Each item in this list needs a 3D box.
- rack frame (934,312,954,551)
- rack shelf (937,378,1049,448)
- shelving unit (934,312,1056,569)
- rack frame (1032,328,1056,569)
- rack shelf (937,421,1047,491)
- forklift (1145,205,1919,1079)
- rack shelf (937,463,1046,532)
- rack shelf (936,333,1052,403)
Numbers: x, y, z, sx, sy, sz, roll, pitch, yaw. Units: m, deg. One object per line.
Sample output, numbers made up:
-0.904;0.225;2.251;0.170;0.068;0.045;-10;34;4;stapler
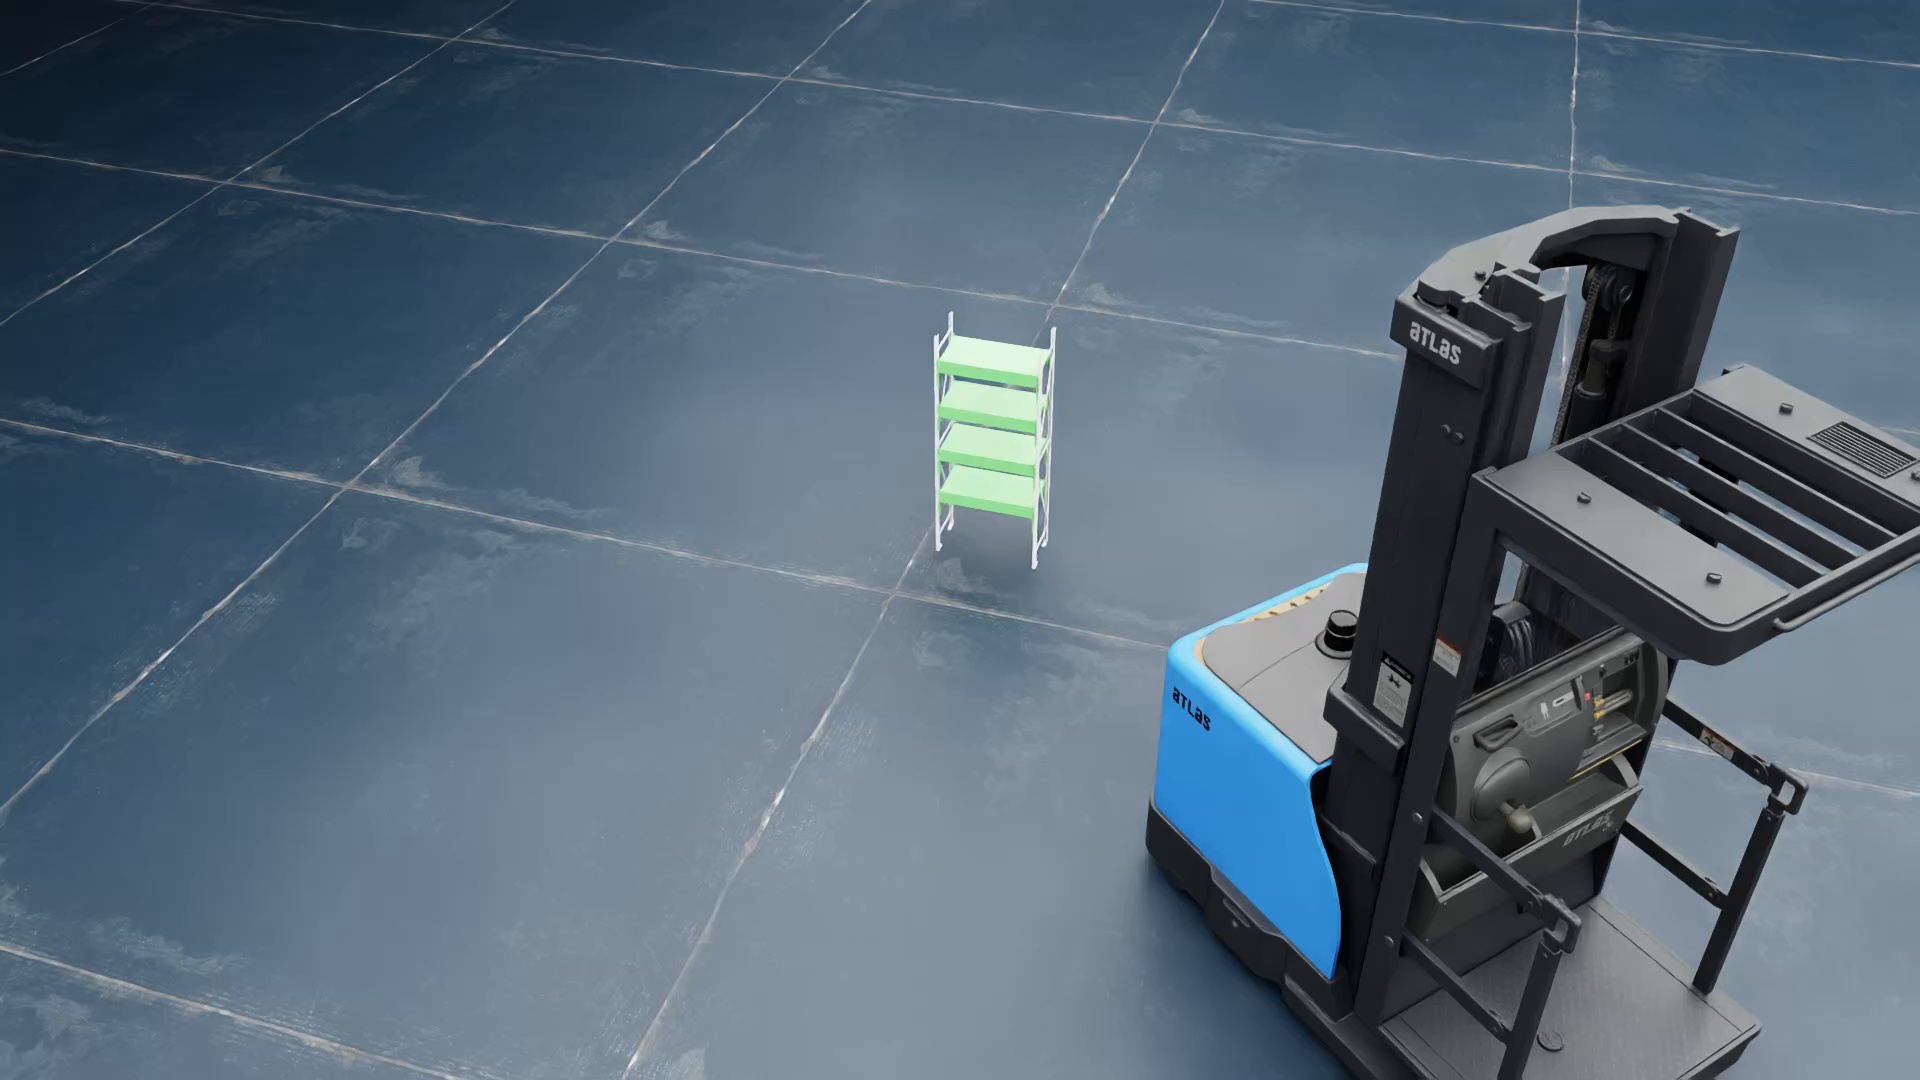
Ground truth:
-0.075;-0.497;7.913;0.015;1.200;0.240;10;38;14;rack frame
0.158;-0.596;7.750;0.480;0.148;0.258;10;38;14;rack shelf
0.158;-0.454;7.855;0.503;1.200;0.258;10;38;14;shelving unit
0.391;-0.411;7.796;0.015;1.200;0.240;10;38;14;rack frame
0.158;-0.402;7.892;0.480;0.148;0.258;10;38;14;rack shelf
1.938;0.640;4.908;1.130;2.935;3.031;-21;41;-25;forklift
0.158;-0.209;8.035;0.480;0.148;0.258;10;38;14;rack shelf
0.158;-0.789;7.608;0.480;0.148;0.258;10;38;14;rack shelf
